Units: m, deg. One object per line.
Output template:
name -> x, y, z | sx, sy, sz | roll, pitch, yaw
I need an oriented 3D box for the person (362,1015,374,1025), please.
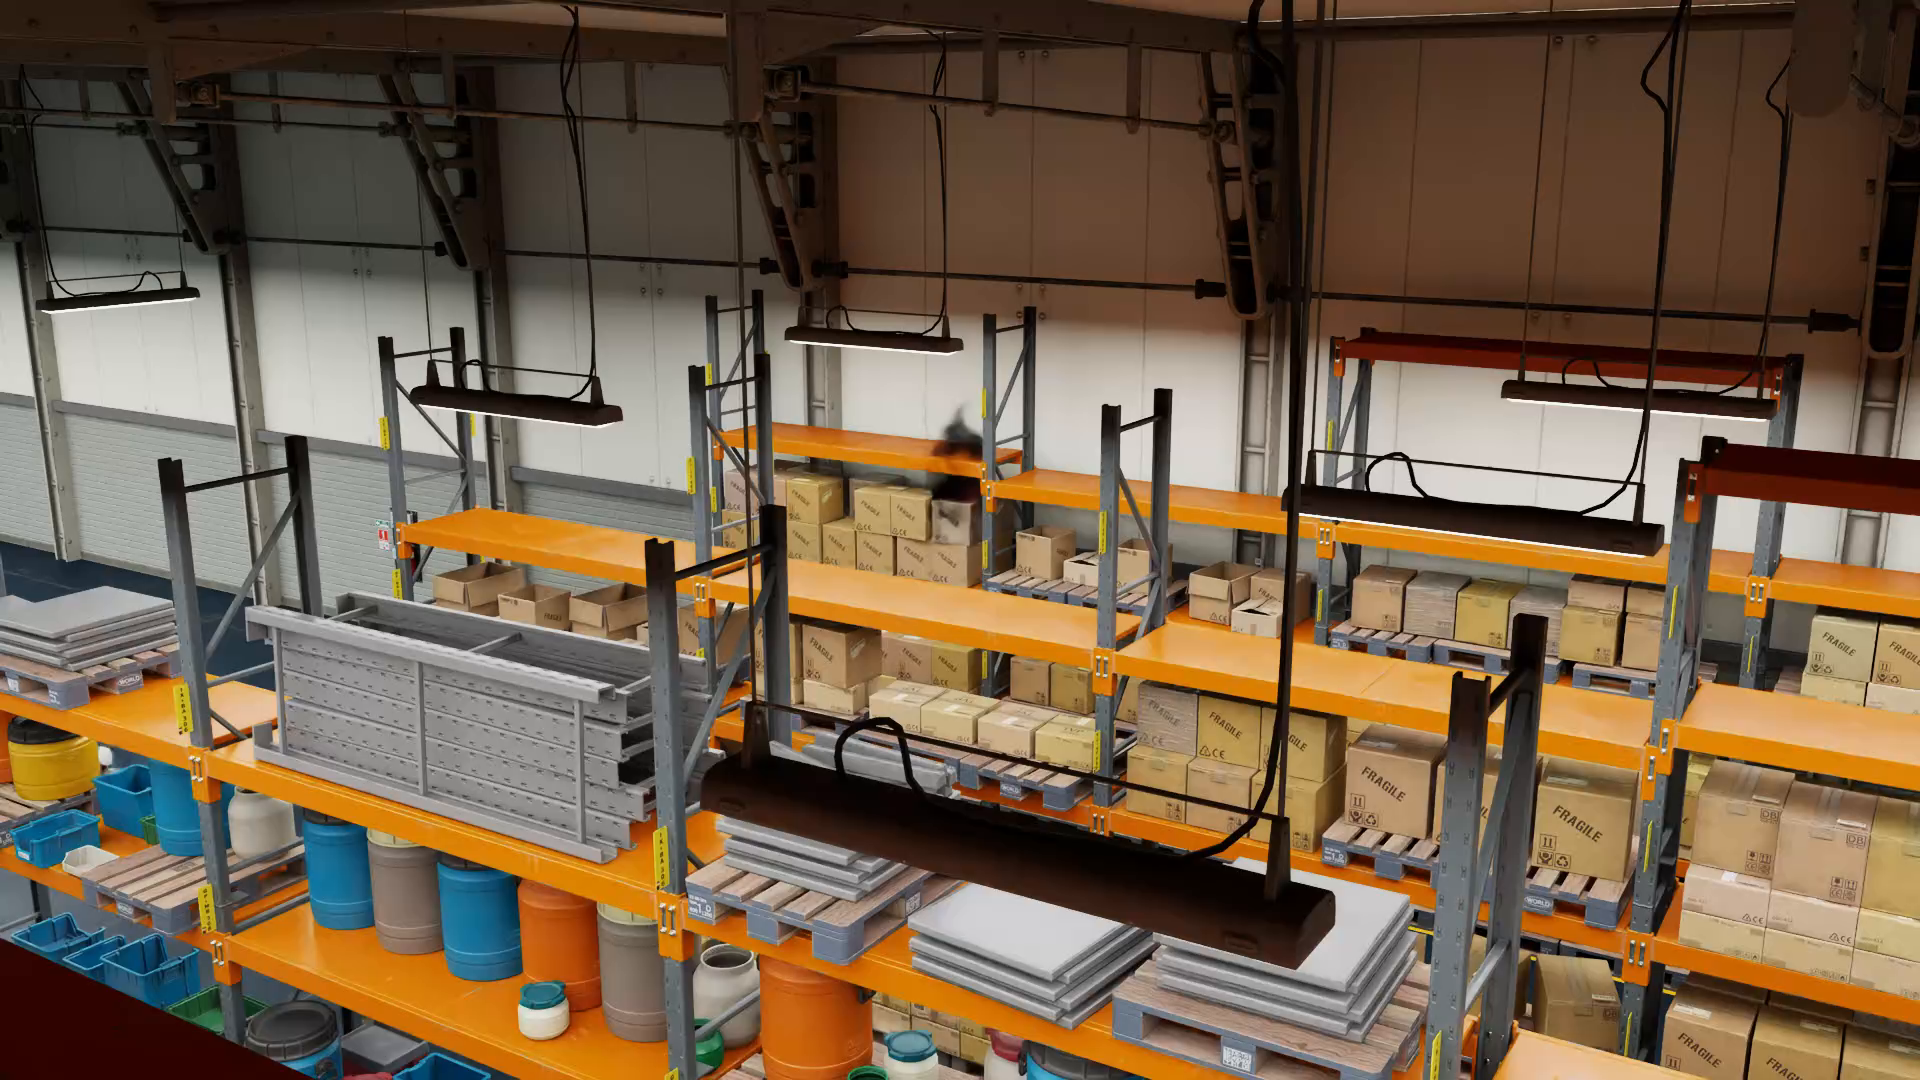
person -> -4.776, 3.875, 13.712 | 0.980, 1.787, 0.659 | 8, 16, 29

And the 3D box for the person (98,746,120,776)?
person -> -8.915, 3.028, 17.402 | 0.739, 1.816, 0.627 | -8, 16, -29
